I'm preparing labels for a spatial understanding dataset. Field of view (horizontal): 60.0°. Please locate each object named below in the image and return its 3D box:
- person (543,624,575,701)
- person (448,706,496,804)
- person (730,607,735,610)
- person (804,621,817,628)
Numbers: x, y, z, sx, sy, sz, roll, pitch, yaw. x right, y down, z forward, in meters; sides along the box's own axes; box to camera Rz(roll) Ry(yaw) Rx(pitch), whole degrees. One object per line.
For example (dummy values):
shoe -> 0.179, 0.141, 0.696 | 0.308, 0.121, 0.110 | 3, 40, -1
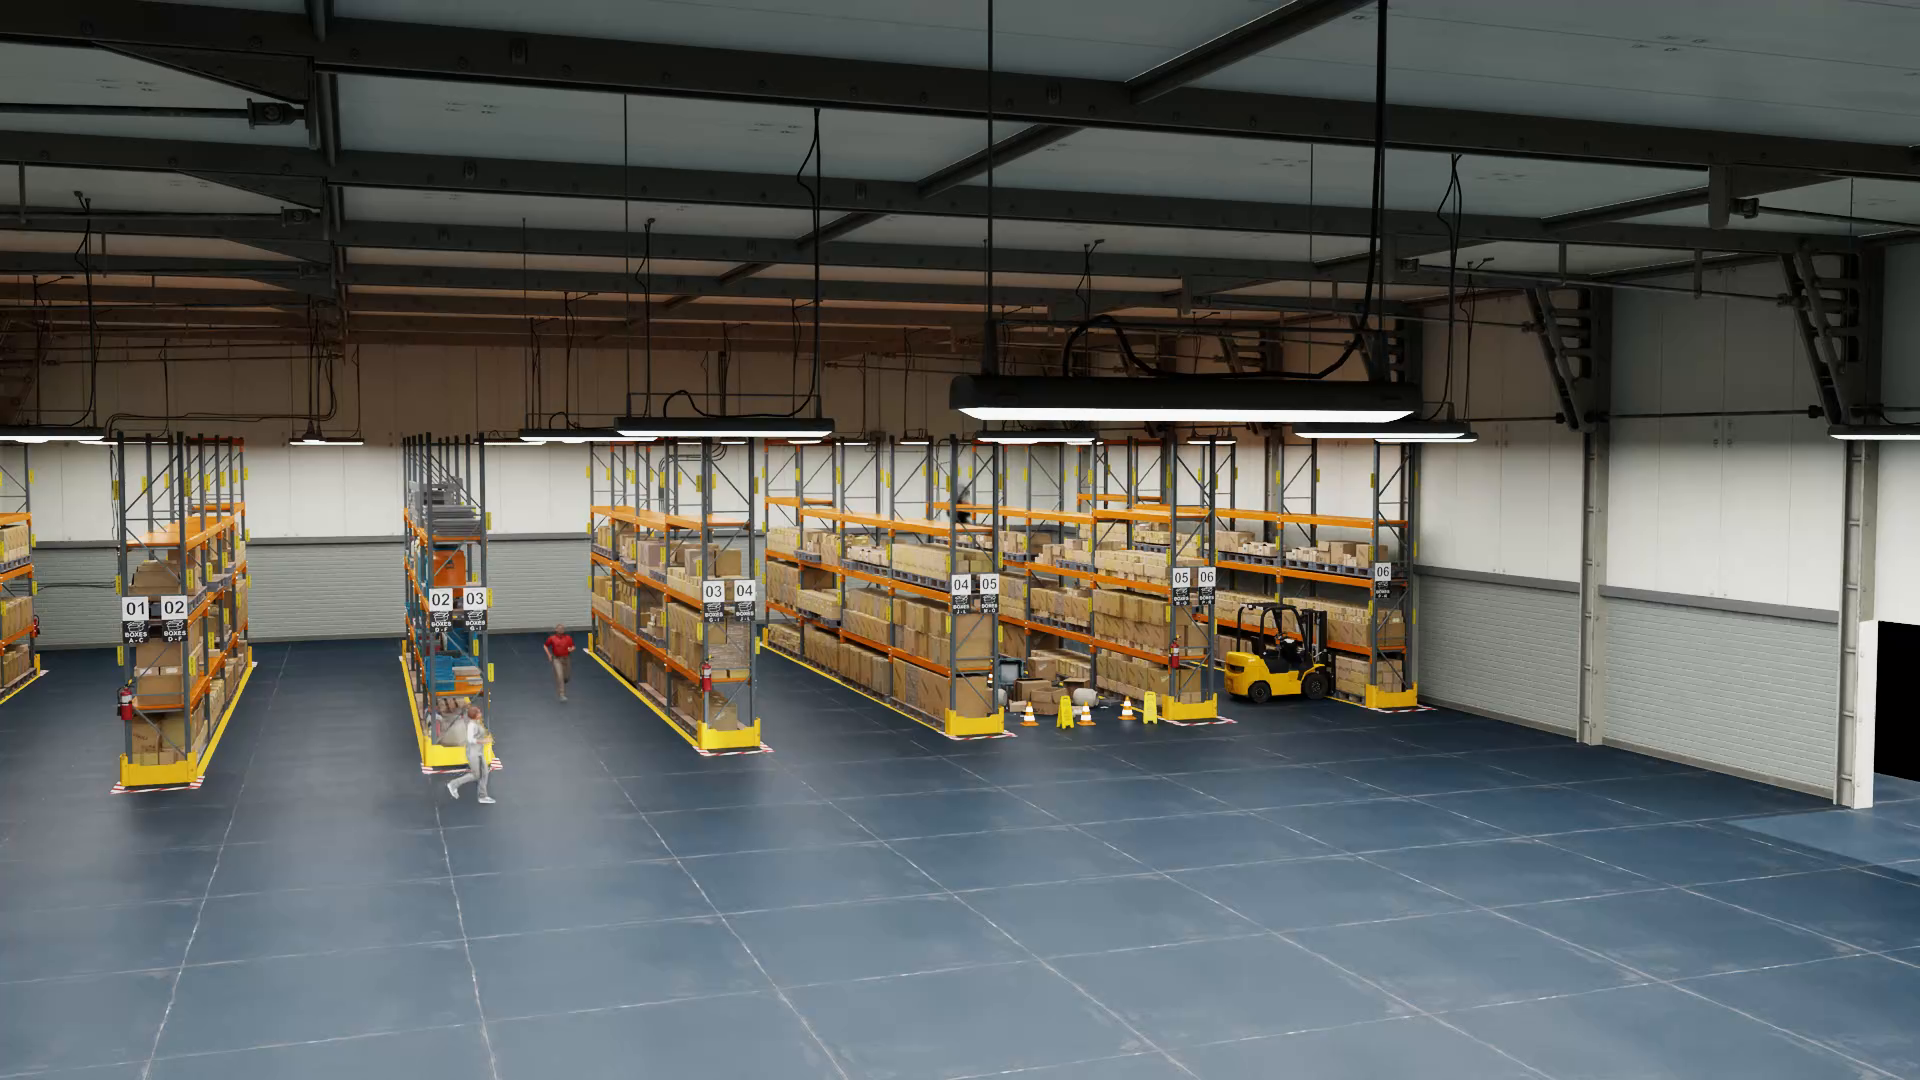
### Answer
person -> -9.072, 2.762, 37.781 | 0.672, 1.700, 0.953 | -2, 4, -33
person -> -7.840, 3.448, 26.699 | 0.744, 1.574, 0.550 | 0, 3, -3
person -> -6.508, 2.288, 46.924 | 0.676, 1.731, 0.956 | 0, 3, -5
person -> -4.517, 2.122, 49.770 | 0.530, 1.675, 0.758 | 2, 4, 36
